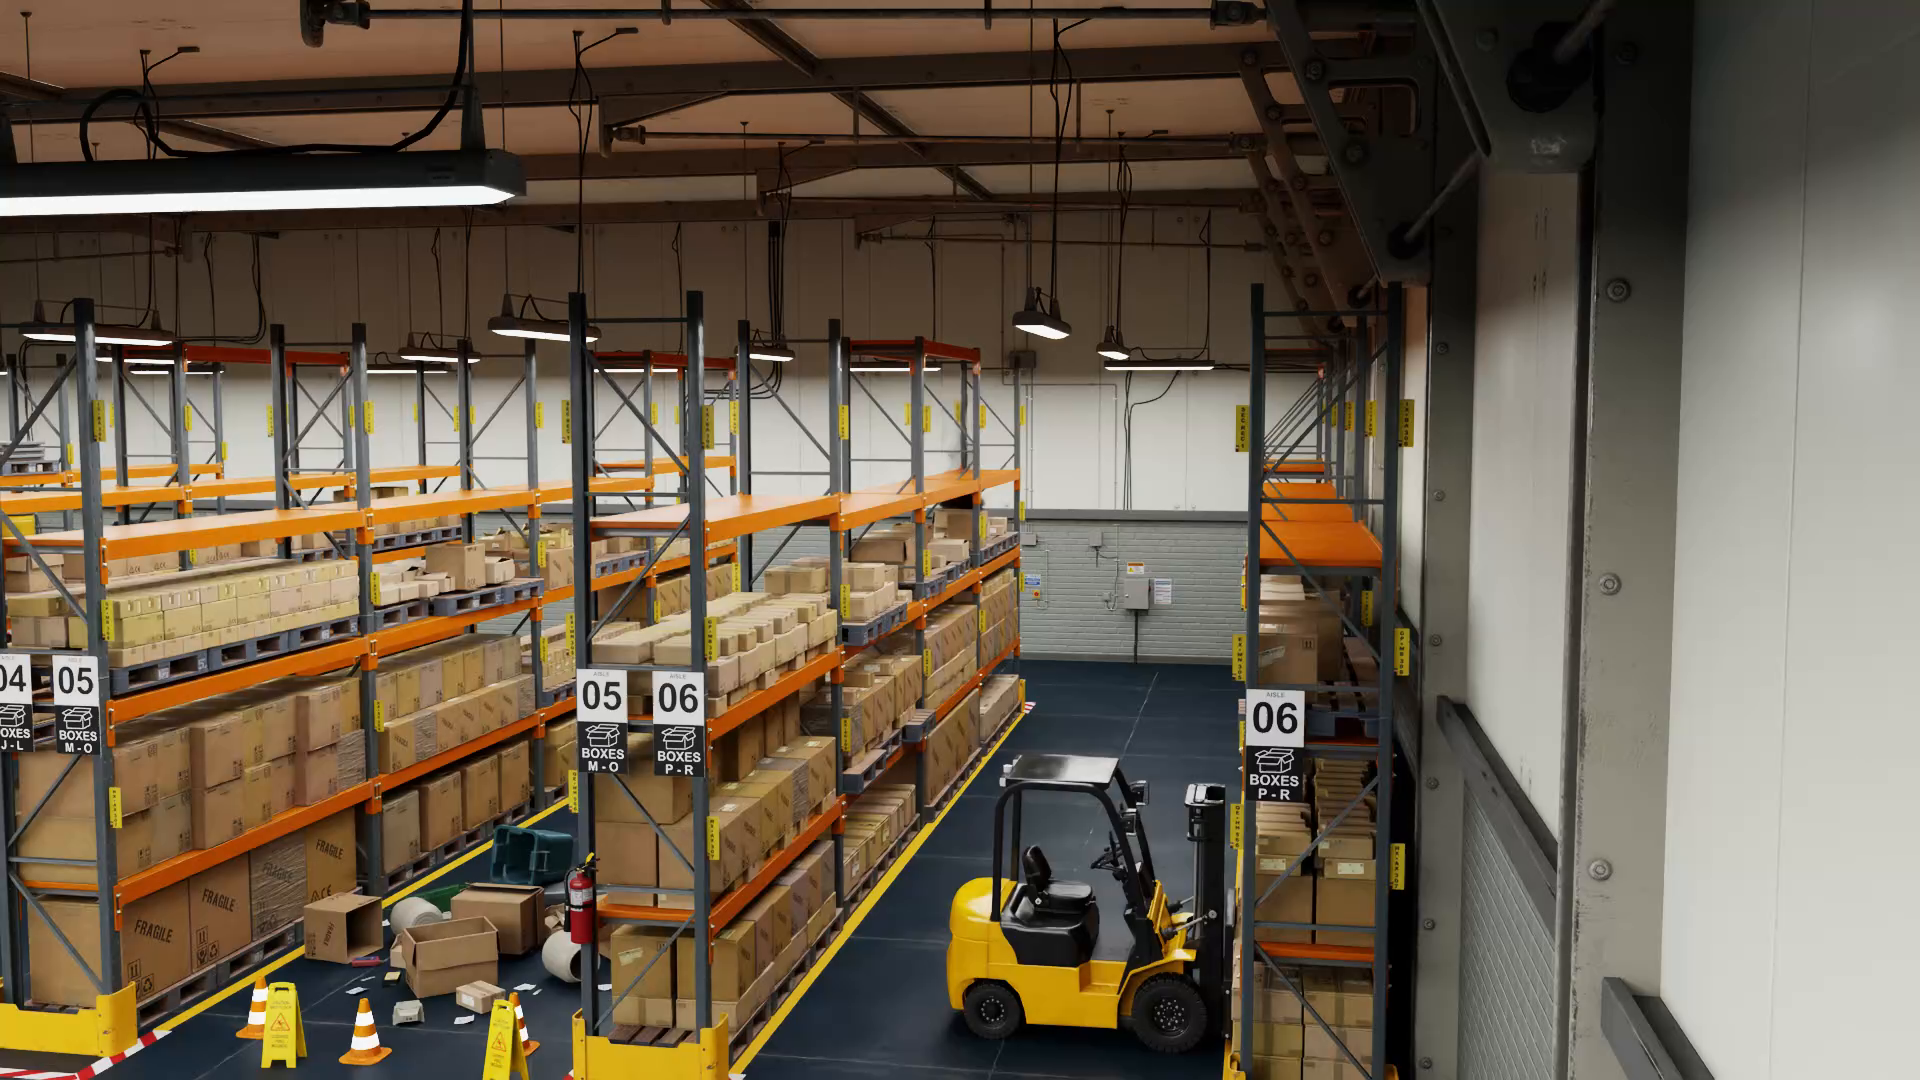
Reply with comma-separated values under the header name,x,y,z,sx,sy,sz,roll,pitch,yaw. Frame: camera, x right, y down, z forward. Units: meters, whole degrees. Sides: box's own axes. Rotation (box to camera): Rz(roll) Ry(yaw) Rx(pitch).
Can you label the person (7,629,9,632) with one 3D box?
name,x,y,z,sx,sy,sz,roll,pitch,yaw
person,-17.333,1.947,30.122,0.597,1.693,0.590,0,5,2
